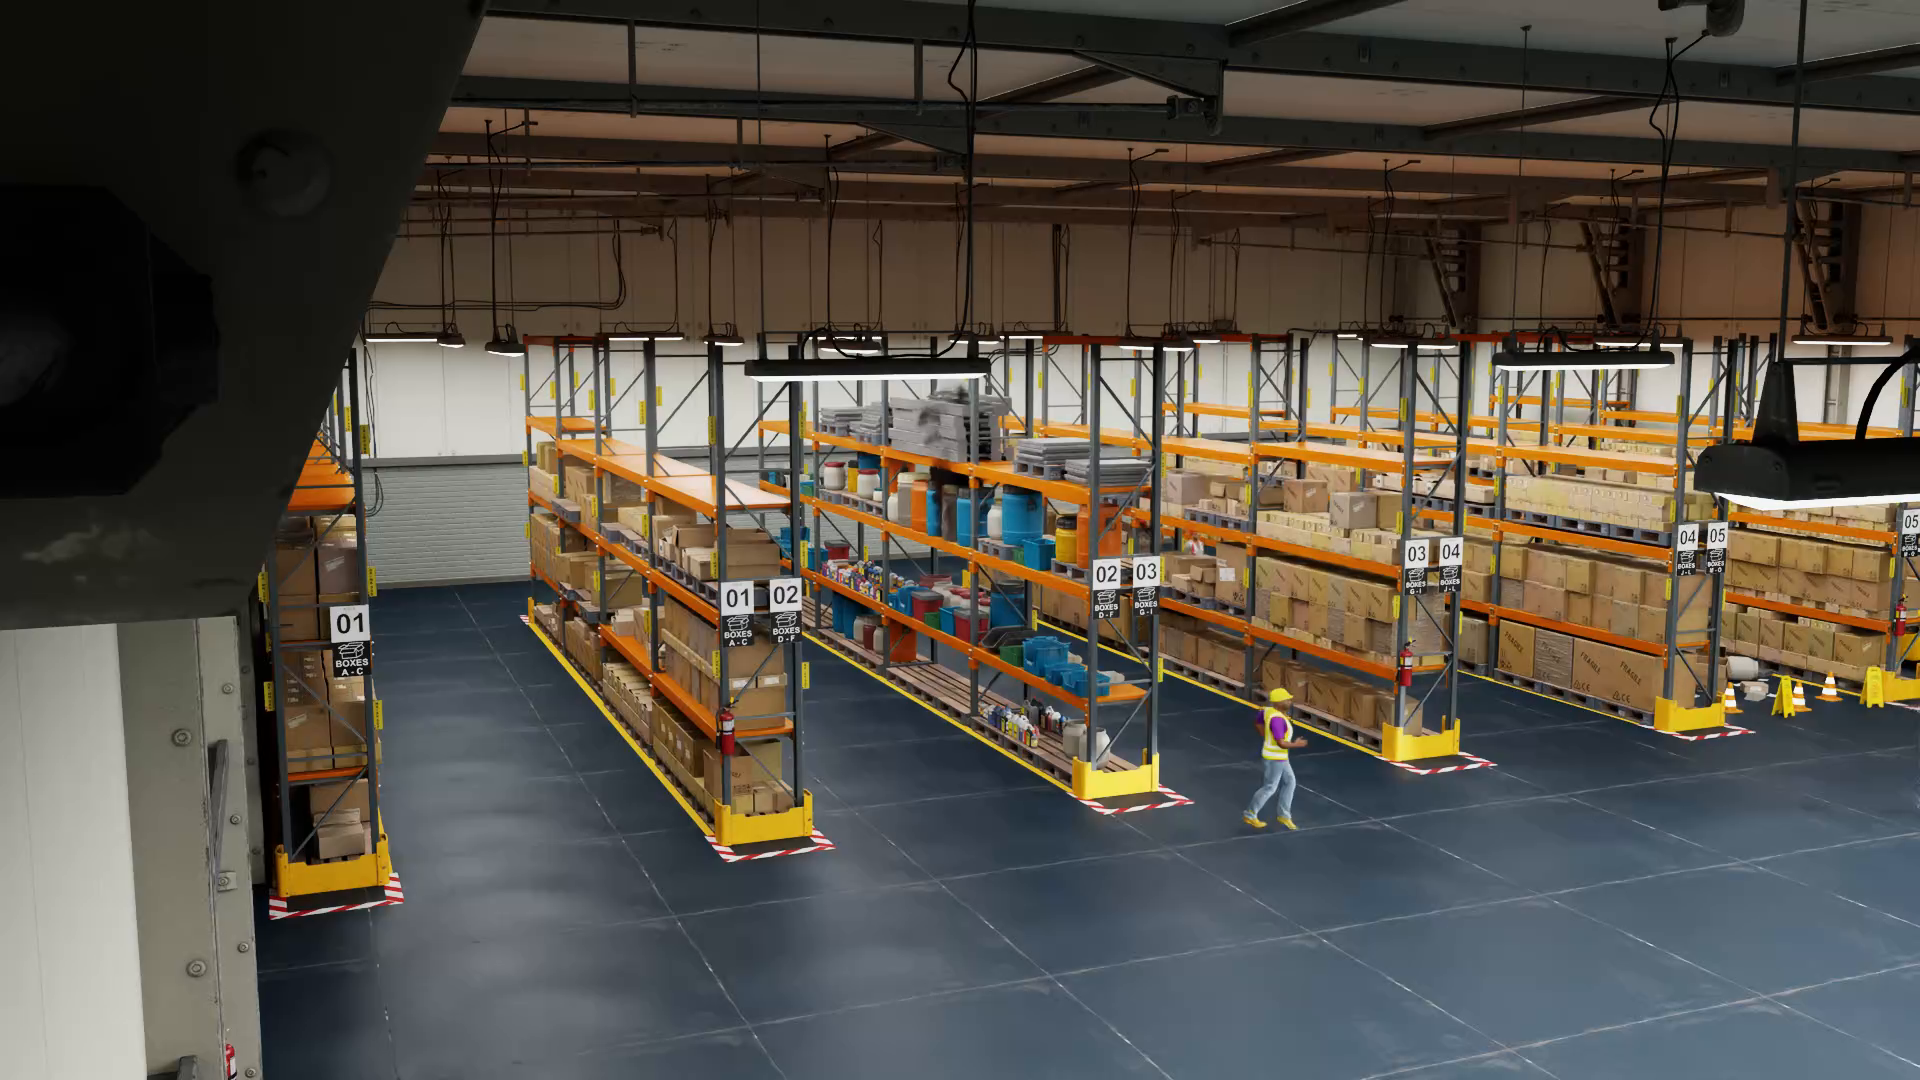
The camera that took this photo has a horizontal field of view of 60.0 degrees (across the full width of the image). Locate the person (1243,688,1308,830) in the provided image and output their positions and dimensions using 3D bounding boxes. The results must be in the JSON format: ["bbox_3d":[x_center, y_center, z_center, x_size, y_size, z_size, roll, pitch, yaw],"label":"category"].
[{"bbox_3d":[3.907,2.735,20.598,0.775,1.838,0.717,1,8,8],"label":"person"}]

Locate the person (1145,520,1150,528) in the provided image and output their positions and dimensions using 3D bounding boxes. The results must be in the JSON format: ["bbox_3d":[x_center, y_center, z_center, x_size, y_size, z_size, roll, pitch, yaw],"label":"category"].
[{"bbox_3d":[4.332,0.398,38.081,0.725,1.732,1.059,-3,8,-22],"label":"person"}]

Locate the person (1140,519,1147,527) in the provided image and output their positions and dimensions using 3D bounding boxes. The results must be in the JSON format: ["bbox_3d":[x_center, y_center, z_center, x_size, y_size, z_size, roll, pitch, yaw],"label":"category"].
[{"bbox_3d":[4.373,-0.020,41.622,0.935,1.653,0.845,-1,8,-6],"label":"person"}]

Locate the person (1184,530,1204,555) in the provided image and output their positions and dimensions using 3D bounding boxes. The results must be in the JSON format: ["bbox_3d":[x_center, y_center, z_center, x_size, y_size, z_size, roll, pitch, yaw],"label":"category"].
[{"bbox_3d":[5.186,0.619,36.367,0.638,1.780,0.647,-3,8,-23],"label":"person"}]
